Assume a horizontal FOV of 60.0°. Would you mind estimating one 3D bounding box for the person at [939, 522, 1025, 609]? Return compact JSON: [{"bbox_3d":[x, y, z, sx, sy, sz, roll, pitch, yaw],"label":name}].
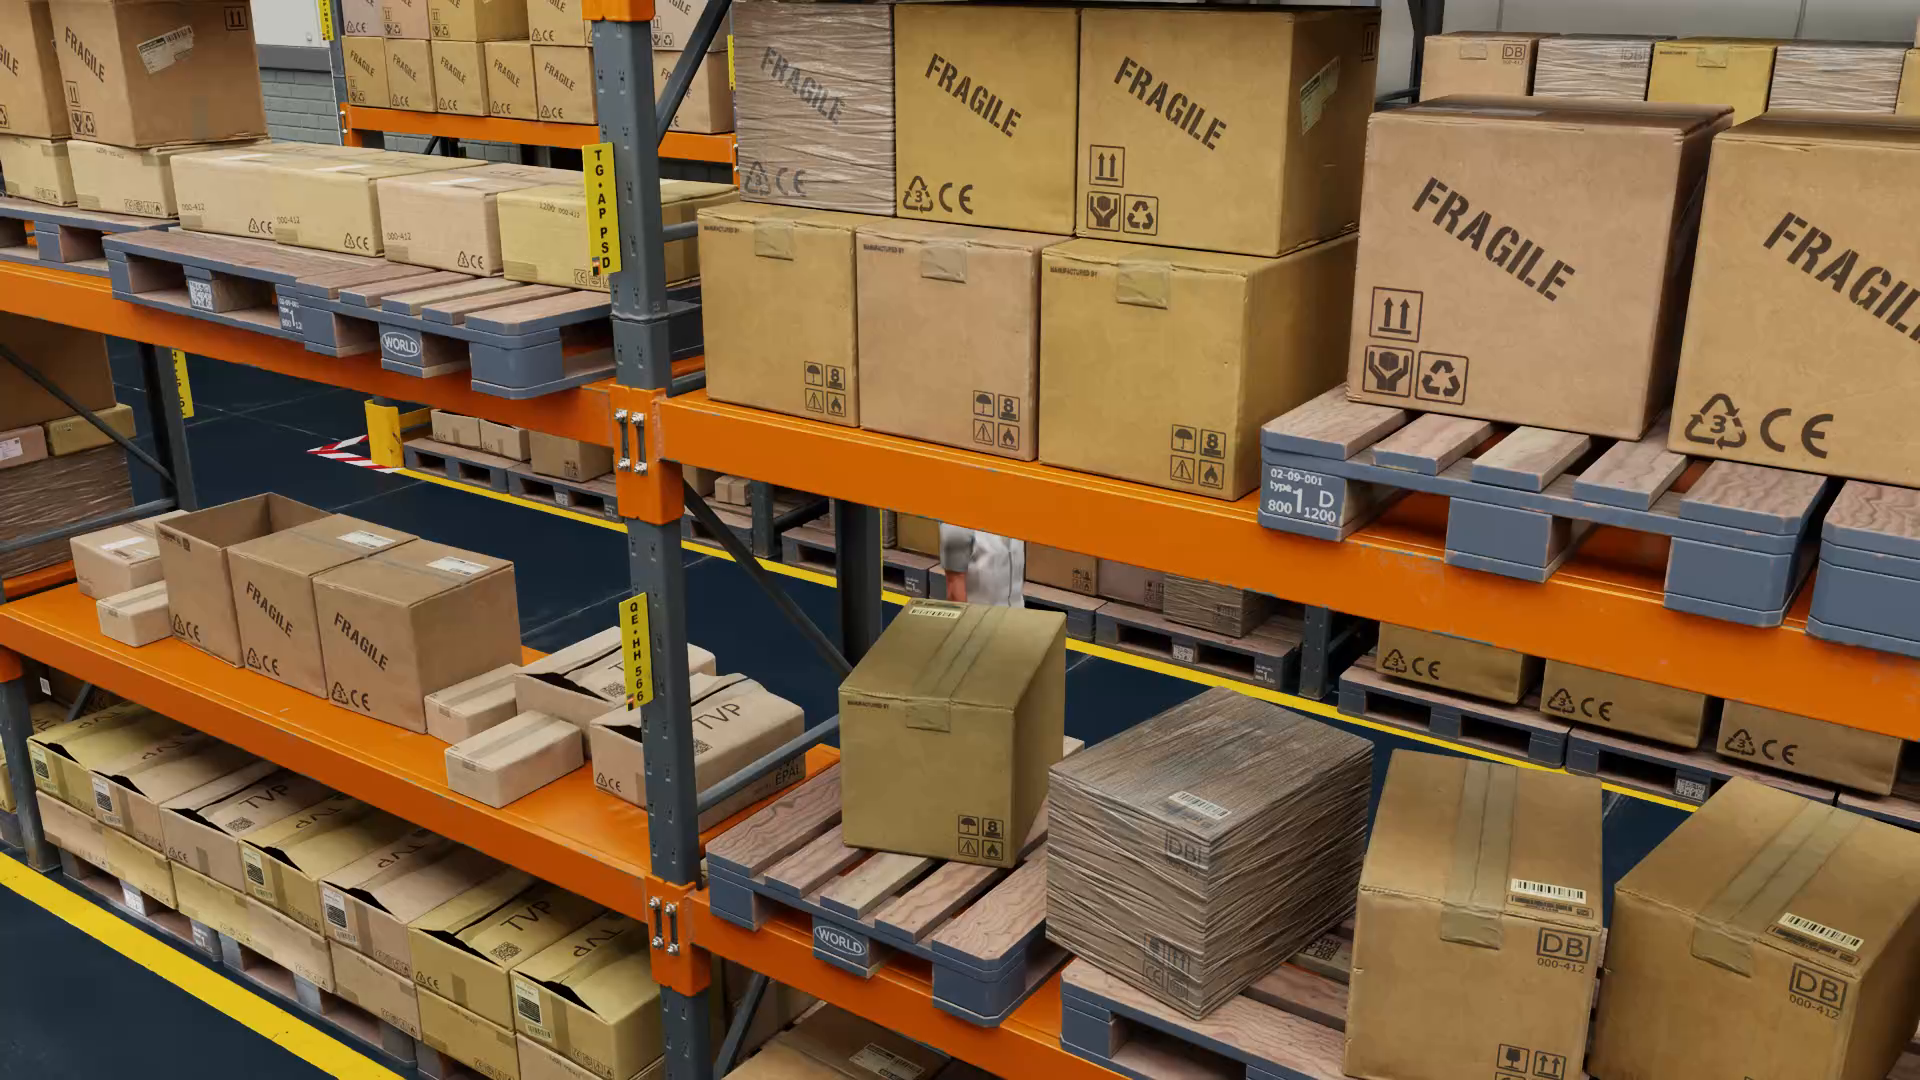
[{"bbox_3d":[0.128,0.392,7.938,0.335,1.785,0.524,14,24,33],"label":"person"}]
